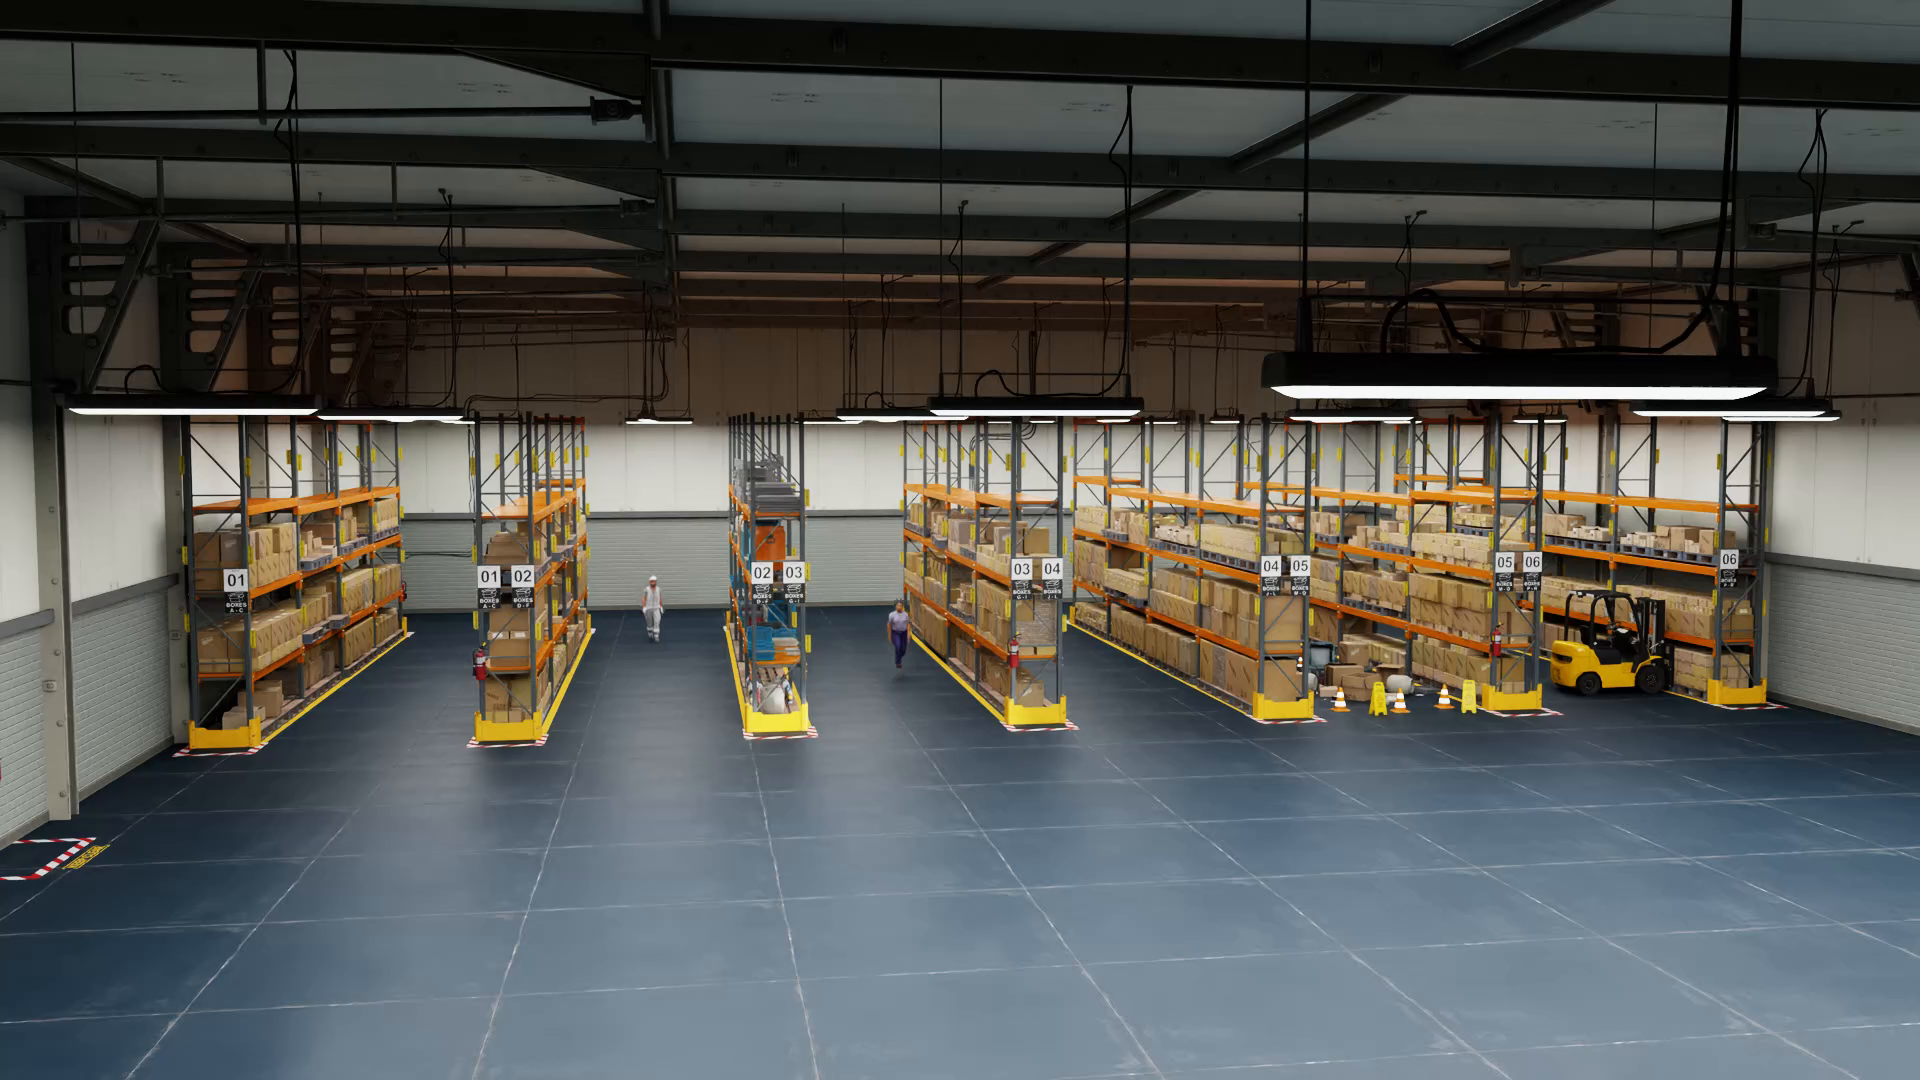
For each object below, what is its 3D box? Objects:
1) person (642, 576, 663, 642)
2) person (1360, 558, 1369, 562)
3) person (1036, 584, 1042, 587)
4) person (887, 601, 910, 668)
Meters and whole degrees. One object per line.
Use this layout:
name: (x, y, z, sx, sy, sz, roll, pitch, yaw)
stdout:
person: (-8.188, 1.832, 44.302, 0.561, 1.731, 1.098, -1, 4, -12)
person: (12.560, 1.381, 51.596, 0.933, 1.643, 0.483, -1, 4, -14)
person: (2.336, 1.624, 47.478, 0.555, 1.665, 1.035, -1, 4, -10)
person: (-1.374, 2.141, 38.027, 0.517, 1.491, 1.053, -2, 4, -25)
